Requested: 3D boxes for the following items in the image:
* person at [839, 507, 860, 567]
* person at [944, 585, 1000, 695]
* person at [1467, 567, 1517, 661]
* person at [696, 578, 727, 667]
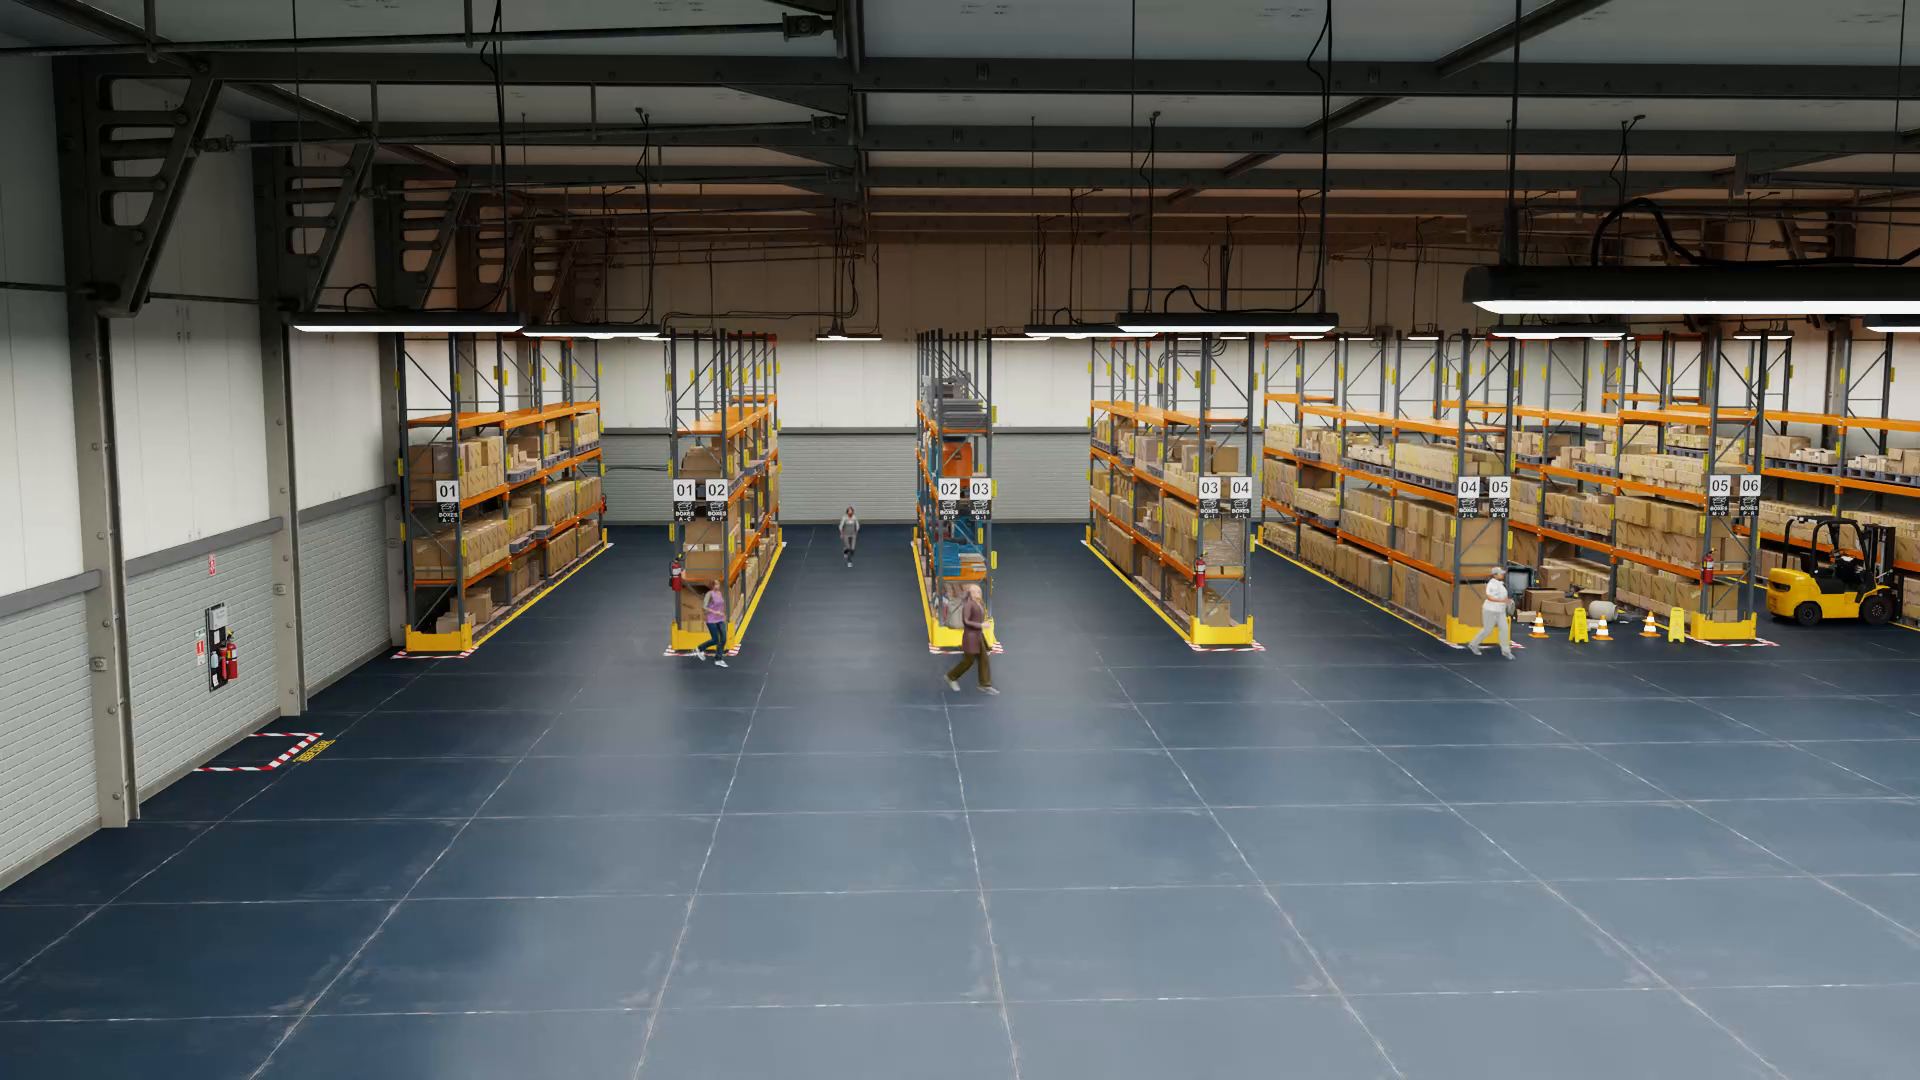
[{"bbox_3d":[-2.845,-0.074,42.892,0.522,1.528,0.577,-1,7,-12],"label":"person"},{"bbox_3d":[0.199,1.627,27.263,0.949,1.804,0.730,3,7,23],"label":"person"},{"bbox_3d":[9.723,1.325,30.331,0.884,1.693,0.597,6,9,42],"label":"person"},{"bbox_3d":[-4.421,1.464,29.642,0.637,1.593,0.534,4,8,30],"label":"person"}]
